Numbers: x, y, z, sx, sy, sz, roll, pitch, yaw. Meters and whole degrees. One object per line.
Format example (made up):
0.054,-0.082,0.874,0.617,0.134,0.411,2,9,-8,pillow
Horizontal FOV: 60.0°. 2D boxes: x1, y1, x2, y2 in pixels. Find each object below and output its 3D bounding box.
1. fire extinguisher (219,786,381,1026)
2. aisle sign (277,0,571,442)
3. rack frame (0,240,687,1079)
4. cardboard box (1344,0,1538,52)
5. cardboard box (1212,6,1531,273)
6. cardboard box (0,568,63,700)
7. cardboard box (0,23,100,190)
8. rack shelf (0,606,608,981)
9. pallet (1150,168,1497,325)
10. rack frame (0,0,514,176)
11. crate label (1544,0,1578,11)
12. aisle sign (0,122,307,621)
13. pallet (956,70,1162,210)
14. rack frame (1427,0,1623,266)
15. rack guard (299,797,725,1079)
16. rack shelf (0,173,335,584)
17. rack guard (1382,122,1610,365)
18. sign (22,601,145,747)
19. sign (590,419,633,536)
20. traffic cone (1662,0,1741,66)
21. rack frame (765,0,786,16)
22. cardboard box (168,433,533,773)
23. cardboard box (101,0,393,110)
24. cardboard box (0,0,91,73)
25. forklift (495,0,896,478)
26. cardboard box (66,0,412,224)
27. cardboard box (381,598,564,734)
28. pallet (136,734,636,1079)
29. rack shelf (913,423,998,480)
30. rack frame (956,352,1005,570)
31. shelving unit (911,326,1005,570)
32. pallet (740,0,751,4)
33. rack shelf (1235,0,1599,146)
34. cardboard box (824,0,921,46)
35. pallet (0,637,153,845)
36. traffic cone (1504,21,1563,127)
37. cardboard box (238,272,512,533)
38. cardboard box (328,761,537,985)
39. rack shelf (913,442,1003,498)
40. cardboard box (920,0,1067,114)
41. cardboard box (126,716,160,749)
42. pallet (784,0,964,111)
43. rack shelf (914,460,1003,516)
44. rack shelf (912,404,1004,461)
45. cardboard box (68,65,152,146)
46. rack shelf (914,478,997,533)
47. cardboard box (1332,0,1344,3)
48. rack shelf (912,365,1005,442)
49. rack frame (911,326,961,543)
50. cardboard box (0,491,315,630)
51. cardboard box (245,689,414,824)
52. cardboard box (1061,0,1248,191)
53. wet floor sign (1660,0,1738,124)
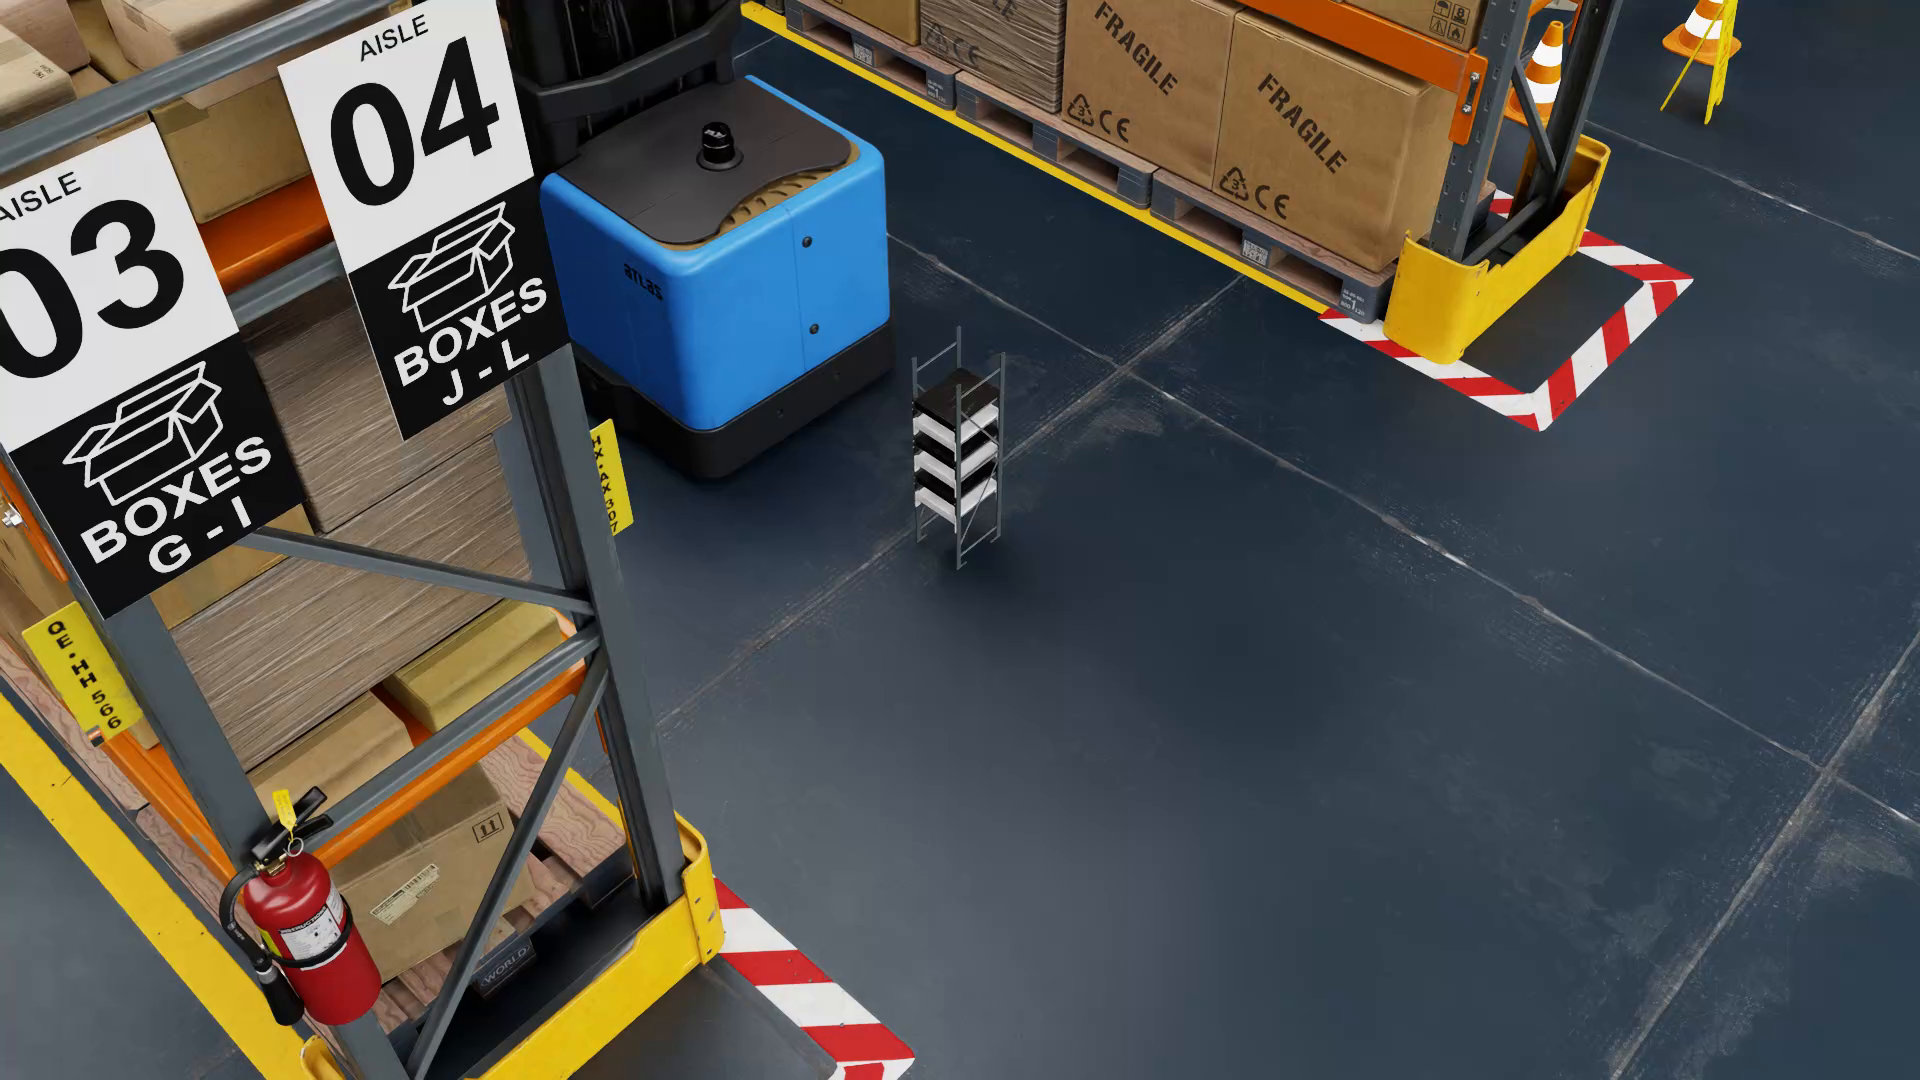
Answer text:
-1.390,0.790,3.504,0.183,0.674,0.296,34,55,28,fire extinguisher
-0.912,-0.560,2.935,0.004,0.787,0.394,34,55,28,aisle sign
-1.161,0.460,3.761,0.127,3.000,1.000,34,55,28,rack frame
1.974,-2.358,6.304,0.550,0.550,0.875,34,55,28,cardboard box
1.734,-1.864,7.112,0.875,0.875,0.875,34,56,28,cardboard box
-1.996,-0.146,4.057,0.500,0.500,0.875,34,55,28,cardboard box
-1.577,-0.622,2.549,0.250,0.149,0.380,34,55,28,cardboard box
-2.631,-0.283,4.952,4.000,0.370,1.077,34,55,28,rack shelf
1.636,-1.546,7.557,1.213,0.211,1.003,34,55,28,pallet
-1.161,-1.594,1.574,0.127,3.000,1.000,34,55,28,rack frame
3.246,-2.984,8.958,0.298,0.136,0.250,9,48,9,crate label
-1.319,-0.239,2.633,0.004,0.787,0.394,34,55,28,aisle sign
0.744,-2.150,8.124,1.213,0.211,1.003,34,55,28,pallet
2.277,-2.147,6.209,0.127,3.000,1.000,34,55,28,rack frame
-1.217,1.278,4.707,0.348,0.500,1.175,34,55,28,rack guard
-2.631,-1.310,3.858,4.000,0.370,1.077,34,55,28,rack shelf
2.295,-1.280,7.109,0.348,0.500,1.175,34,55,28,rack guard
-1.552,0.243,2.954,0.005,0.325,0.100,34,55,28,sign
-0.793,-0.127,3.718,0.005,0.325,0.100,34,55,28,sign
3.866,-2.740,8.505,0.334,0.463,0.336,34,55,28,traffic cone
-0.662,-4.125,8.066,0.127,3.000,1.000,34,55,28,rack frame
-1.547,0.037,3.885,0.500,0.500,0.875,34,55,28,cardboard box
-1.207,-0.912,2.821,0.250,0.149,0.380,34,55,27,cardboard box
-1.689,-0.814,2.728,0.250,0.149,0.380,32,55,27,cardboard box
-1.665,-2.205,6.310,3.031,2.935,1.130,36,56,29,forklift
-1.340,-0.892,3.076,0.500,0.250,0.500,36,56,29,cardboard box
-1.209,0.277,4.105,0.250,0.149,0.380,34,55,28,cardboard box
-1.790,0.956,5.208,1.213,0.211,1.003,34,55,28,pallet
-0.006,-0.351,5.884,0.200,0.077,0.258,34,55,28,rack shelf
0.069,-0.262,5.879,0.006,0.900,0.240,34,55,28,rack frame
-0.006,-0.312,5.926,0.210,0.900,0.258,34,55,28,shelving unit
-1.280,-3.512,9.403,1.213,0.211,1.003,34,55,28,pallet
0.807,-2.890,7.400,4.000,0.370,1.077,34,55,28,rack shelf
-0.248,-3.193,8.360,0.875,0.875,0.875,35,56,28,cardboard box
-2.682,0.353,5.774,1.213,0.211,1.003,34,55,28,pallet
2.850,-2.302,8.094,0.334,0.463,0.336,34,55,28,traffic cone
-1.381,-0.437,3.644,0.500,0.500,0.500,34,55,28,cardboard box
-1.609,0.854,4.817,0.500,0.500,0.500,-28,53,-24,cardboard box
-0.006,-0.289,5.950,0.200,0.077,0.258,34,55,28,rack shelf
0.417,-2.750,7.943,0.875,0.875,0.875,34,56,28,cardboard box
-1.913,0.295,4.087,0.250,0.149,0.380,34,55,28,cardboard box
-0.157,-2.753,8.690,1.213,0.211,1.003,34,55,28,pallet
-0.006,-0.228,6.016,0.200,0.077,0.258,34,55,28,rack shelf
-0.006,-0.412,5.819,0.200,0.077,0.258,34,55,28,rack shelf
-1.688,-0.618,2.818,0.500,0.250,0.500,35,56,28,cardboard box
-0.006,-0.166,6.081,0.200,0.077,0.258,34,55,28,rack shelf
1.555,-2.618,6.548,0.550,0.550,0.875,34,55,28,cardboard box
-0.006,-0.474,5.753,0.200,0.077,0.258,34,55,28,rack shelf
-0.081,-0.362,5.973,0.006,0.900,0.240,34,55,28,rack frame
-1.733,-0.158,3.382,0.500,0.500,0.500,34,55,28,cardboard box
-1.511,0.515,3.881,0.250,0.149,0.380,34,55,28,cardboard box
1.086,-2.298,7.519,0.875,0.875,0.875,33,55,27,cardboard box
3.641,-2.388,8.050,0.232,0.644,0.267,25,52,22,wet floor sign
